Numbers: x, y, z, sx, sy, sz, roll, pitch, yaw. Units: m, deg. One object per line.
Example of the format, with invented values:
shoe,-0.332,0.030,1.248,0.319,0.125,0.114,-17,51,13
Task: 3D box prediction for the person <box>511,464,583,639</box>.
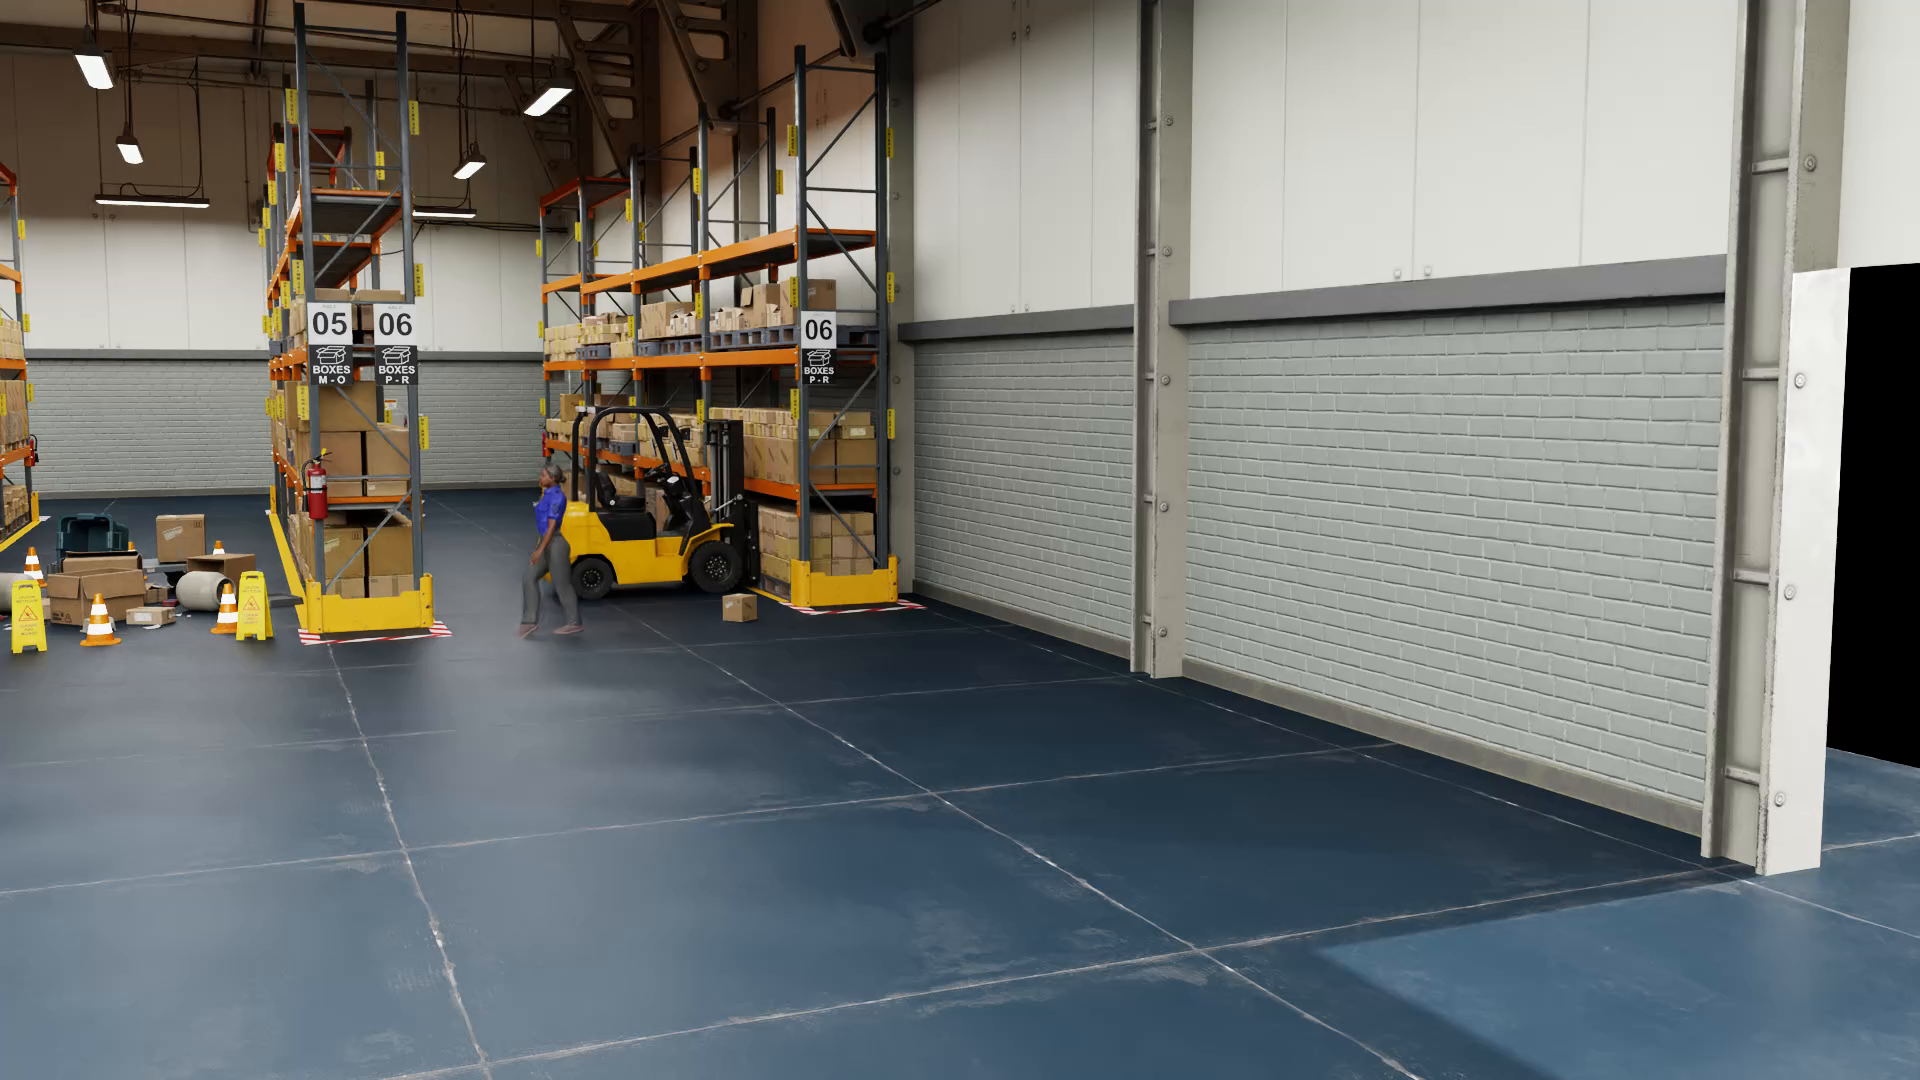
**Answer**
person,-3.943,0.122,15.854,0.657,1.699,0.448,-3,6,-27
